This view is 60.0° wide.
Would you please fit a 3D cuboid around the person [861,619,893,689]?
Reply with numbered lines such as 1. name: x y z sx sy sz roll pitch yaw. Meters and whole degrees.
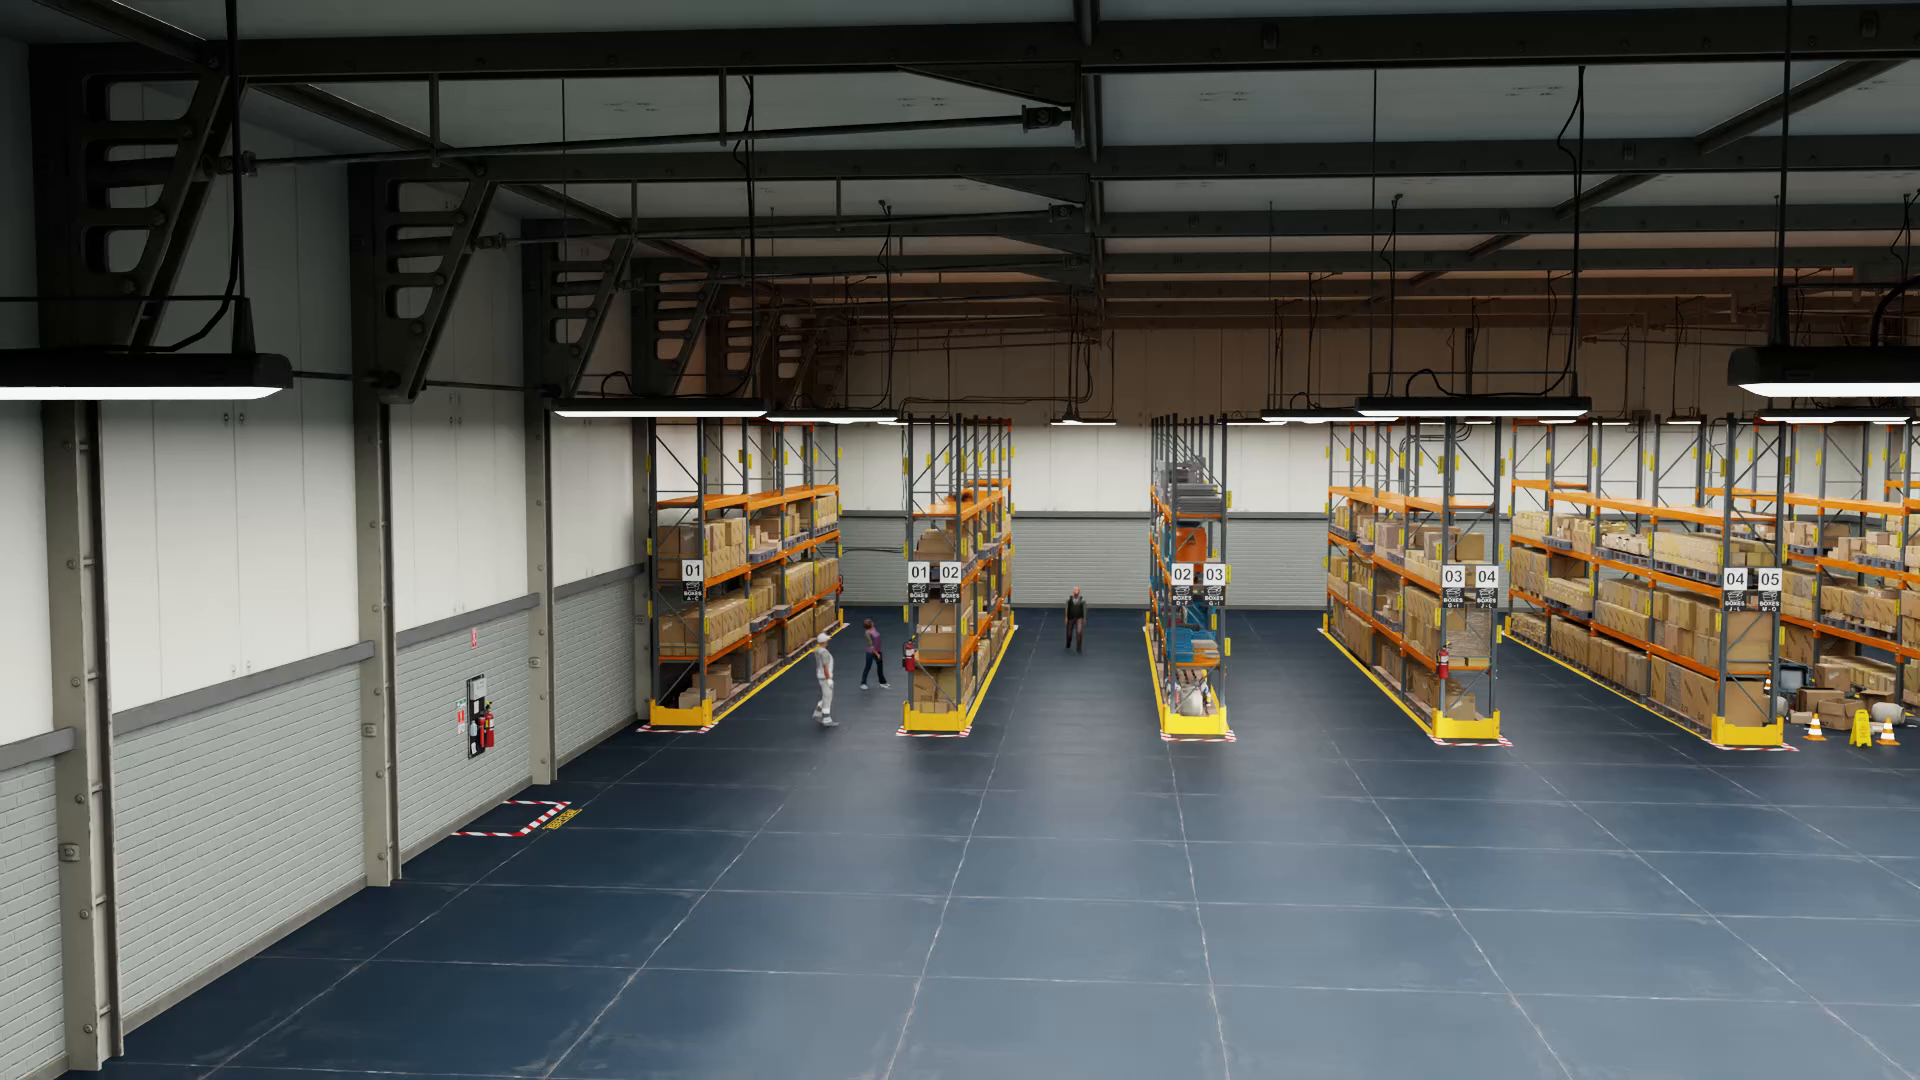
1. person: -1.865 2.499 36.522 0.569 1.570 0.589 2 4 30

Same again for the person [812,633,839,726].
1. person: -2.596 2.679 32.042 0.500 1.793 0.626 -1 4 -10

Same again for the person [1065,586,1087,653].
1. person: 2.958 2.017 42.494 0.569 1.673 0.841 0 4 2
